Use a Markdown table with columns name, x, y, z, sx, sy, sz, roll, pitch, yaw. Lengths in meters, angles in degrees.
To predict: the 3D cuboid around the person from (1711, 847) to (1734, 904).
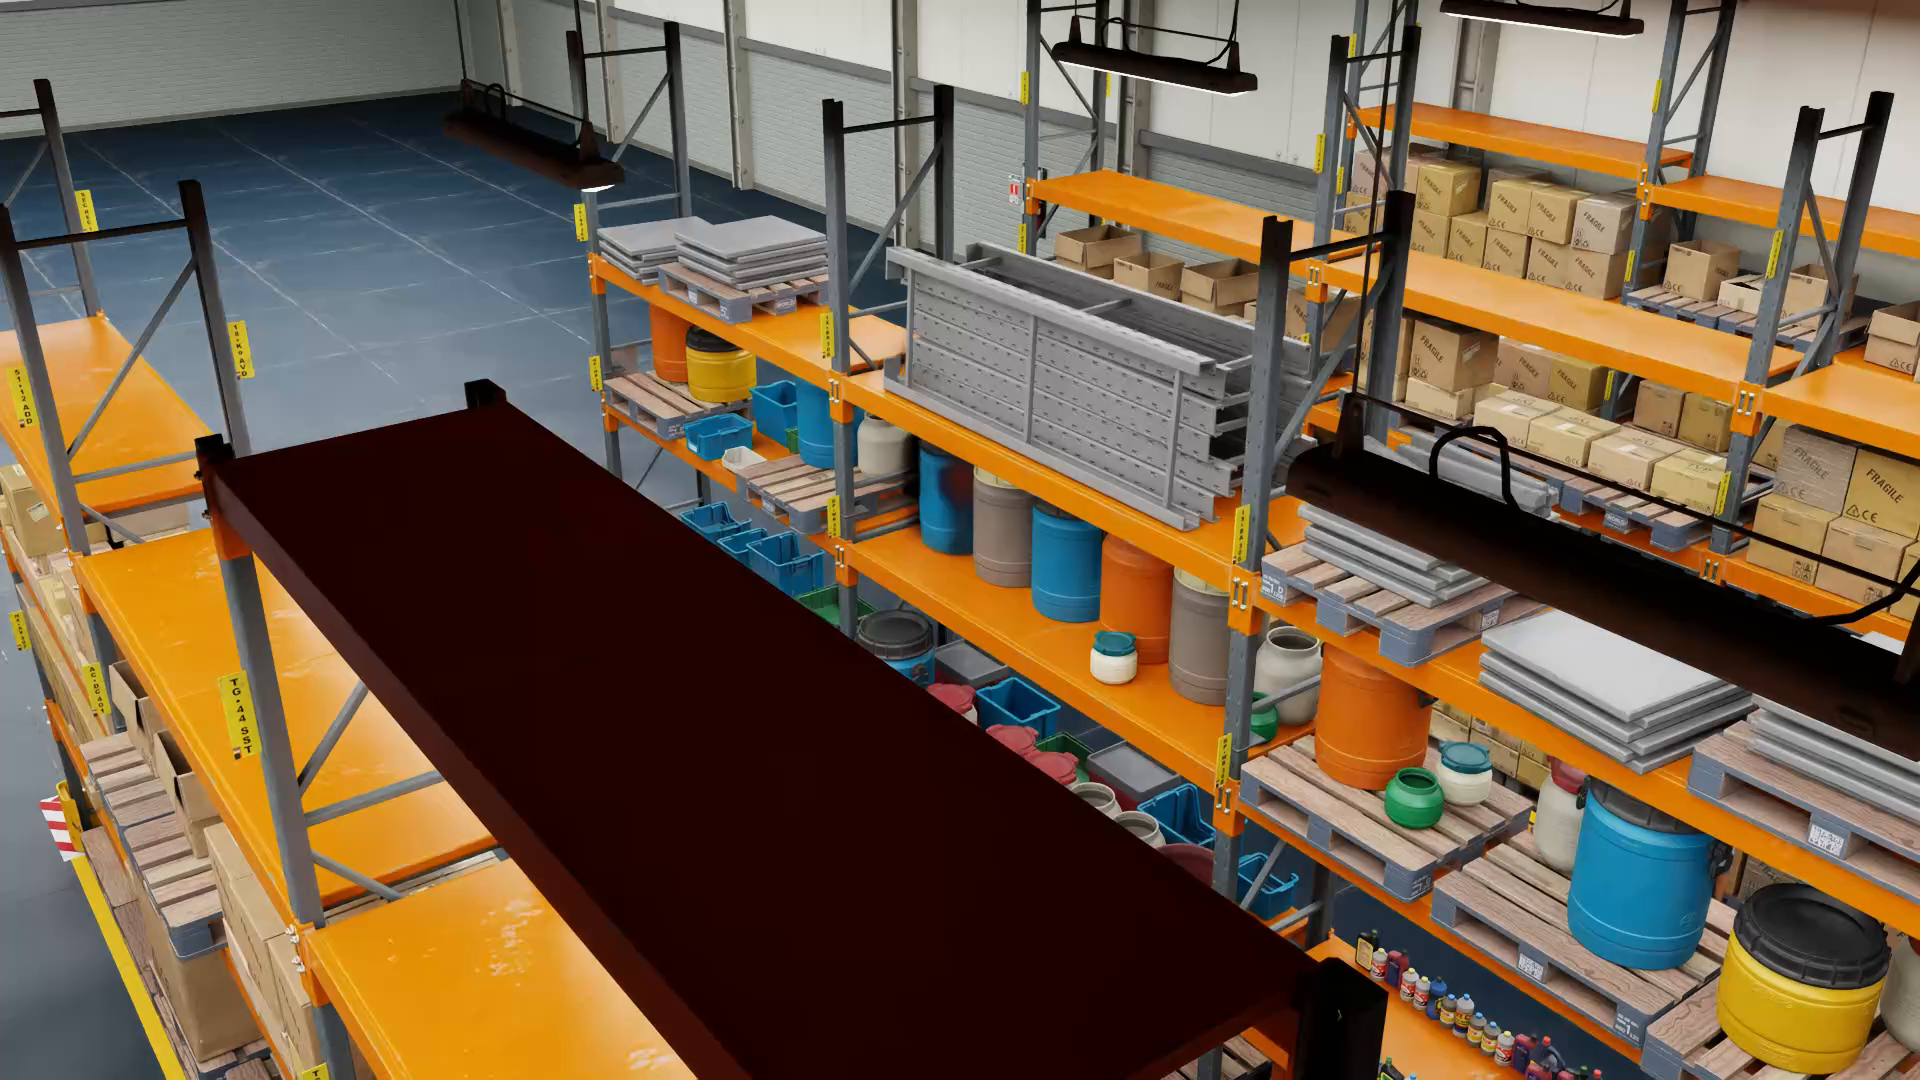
| name | x | y | z | sx | sy | sz | roll | pitch | yaw |
| --- | --- | --- | --- | --- | --- | --- | --- | --- | --- |
| person | 5.054 | 2.497 | 11.641 | 0.550 | 1.658 | 0.517 | -13 | 28 | -26 |
